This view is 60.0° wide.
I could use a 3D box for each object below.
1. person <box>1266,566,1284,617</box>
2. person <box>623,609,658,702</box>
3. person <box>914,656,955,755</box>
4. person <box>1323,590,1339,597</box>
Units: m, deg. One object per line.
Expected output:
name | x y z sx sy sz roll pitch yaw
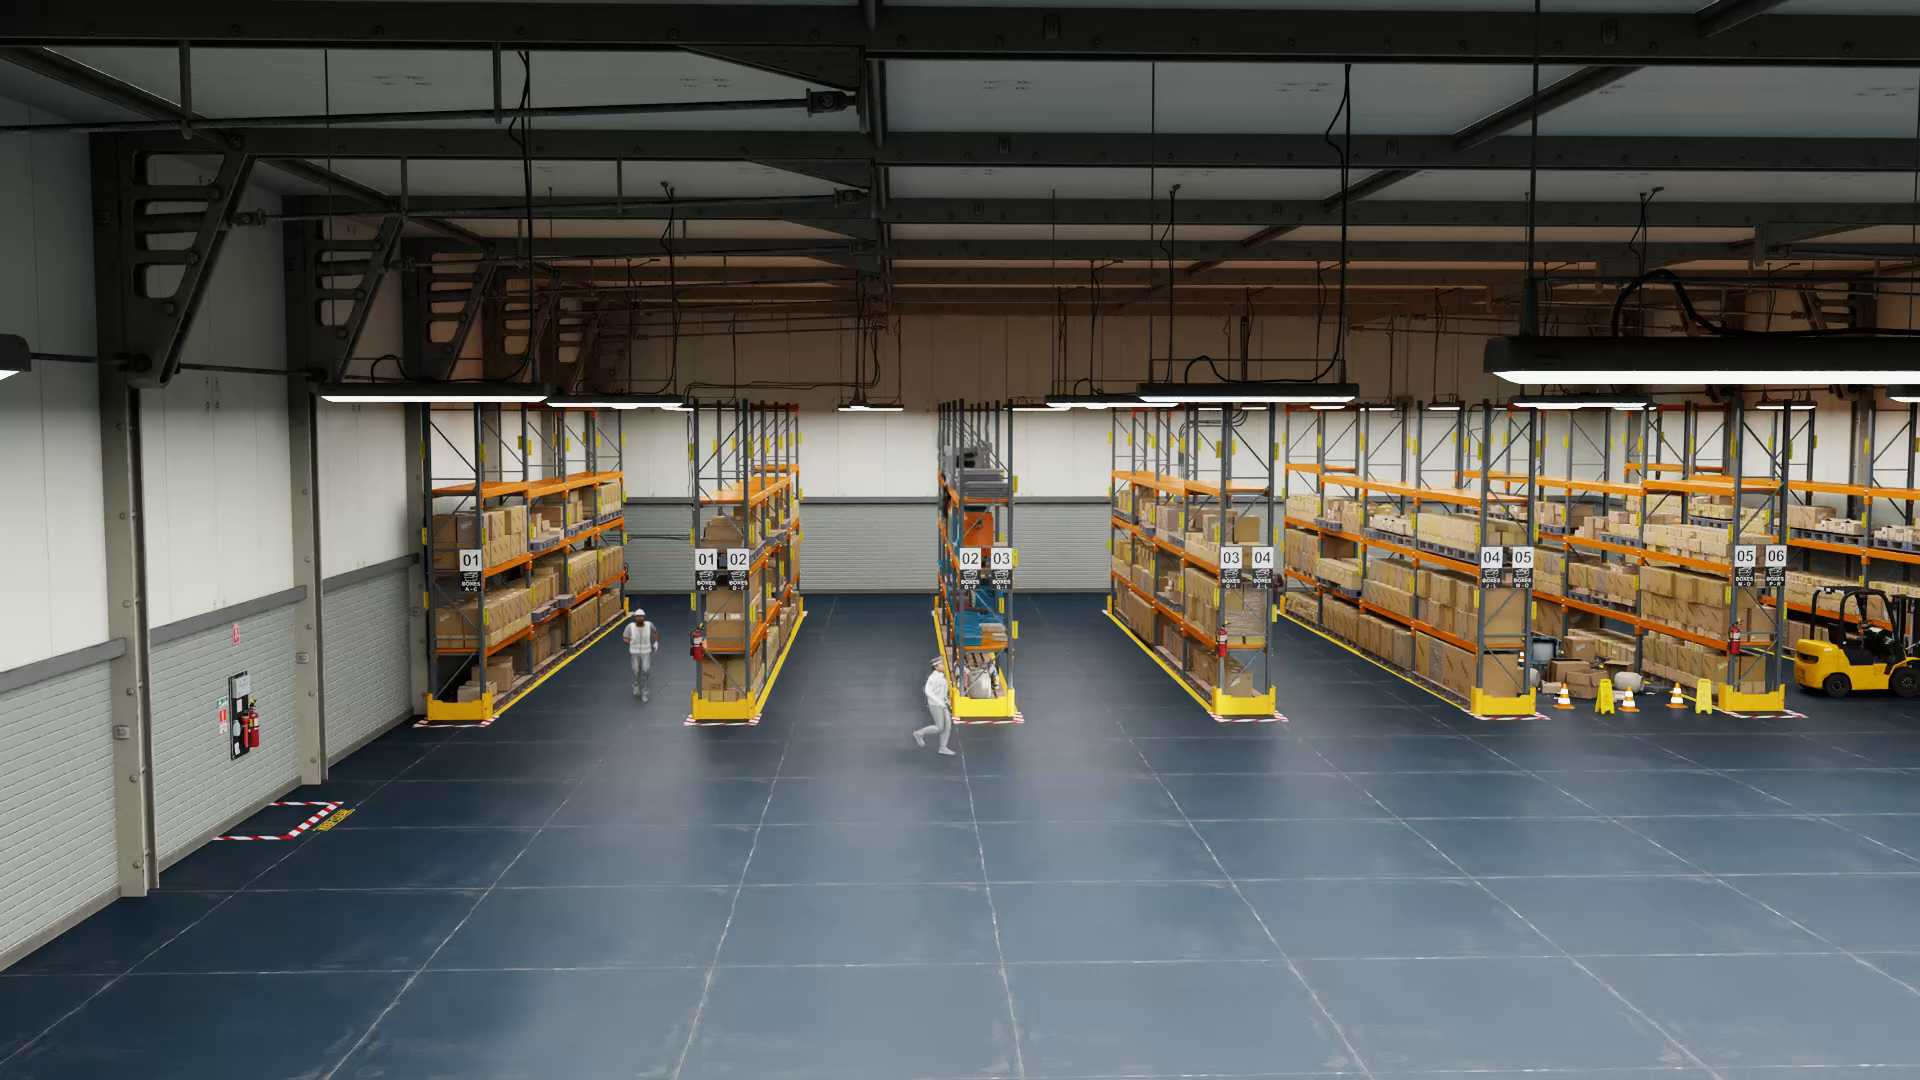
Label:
person | 8.178 1.515 44.067 0.697 1.791 1.031 0 4 -6
person | -6.411 2.297 33.368 0.704 1.837 0.830 -1 4 -12
person | -0.415 2.777 28.010 0.710 1.674 0.636 2 5 20
person | 10.787 1.185 48.665 0.683 1.693 0.531 -4 6 -43
